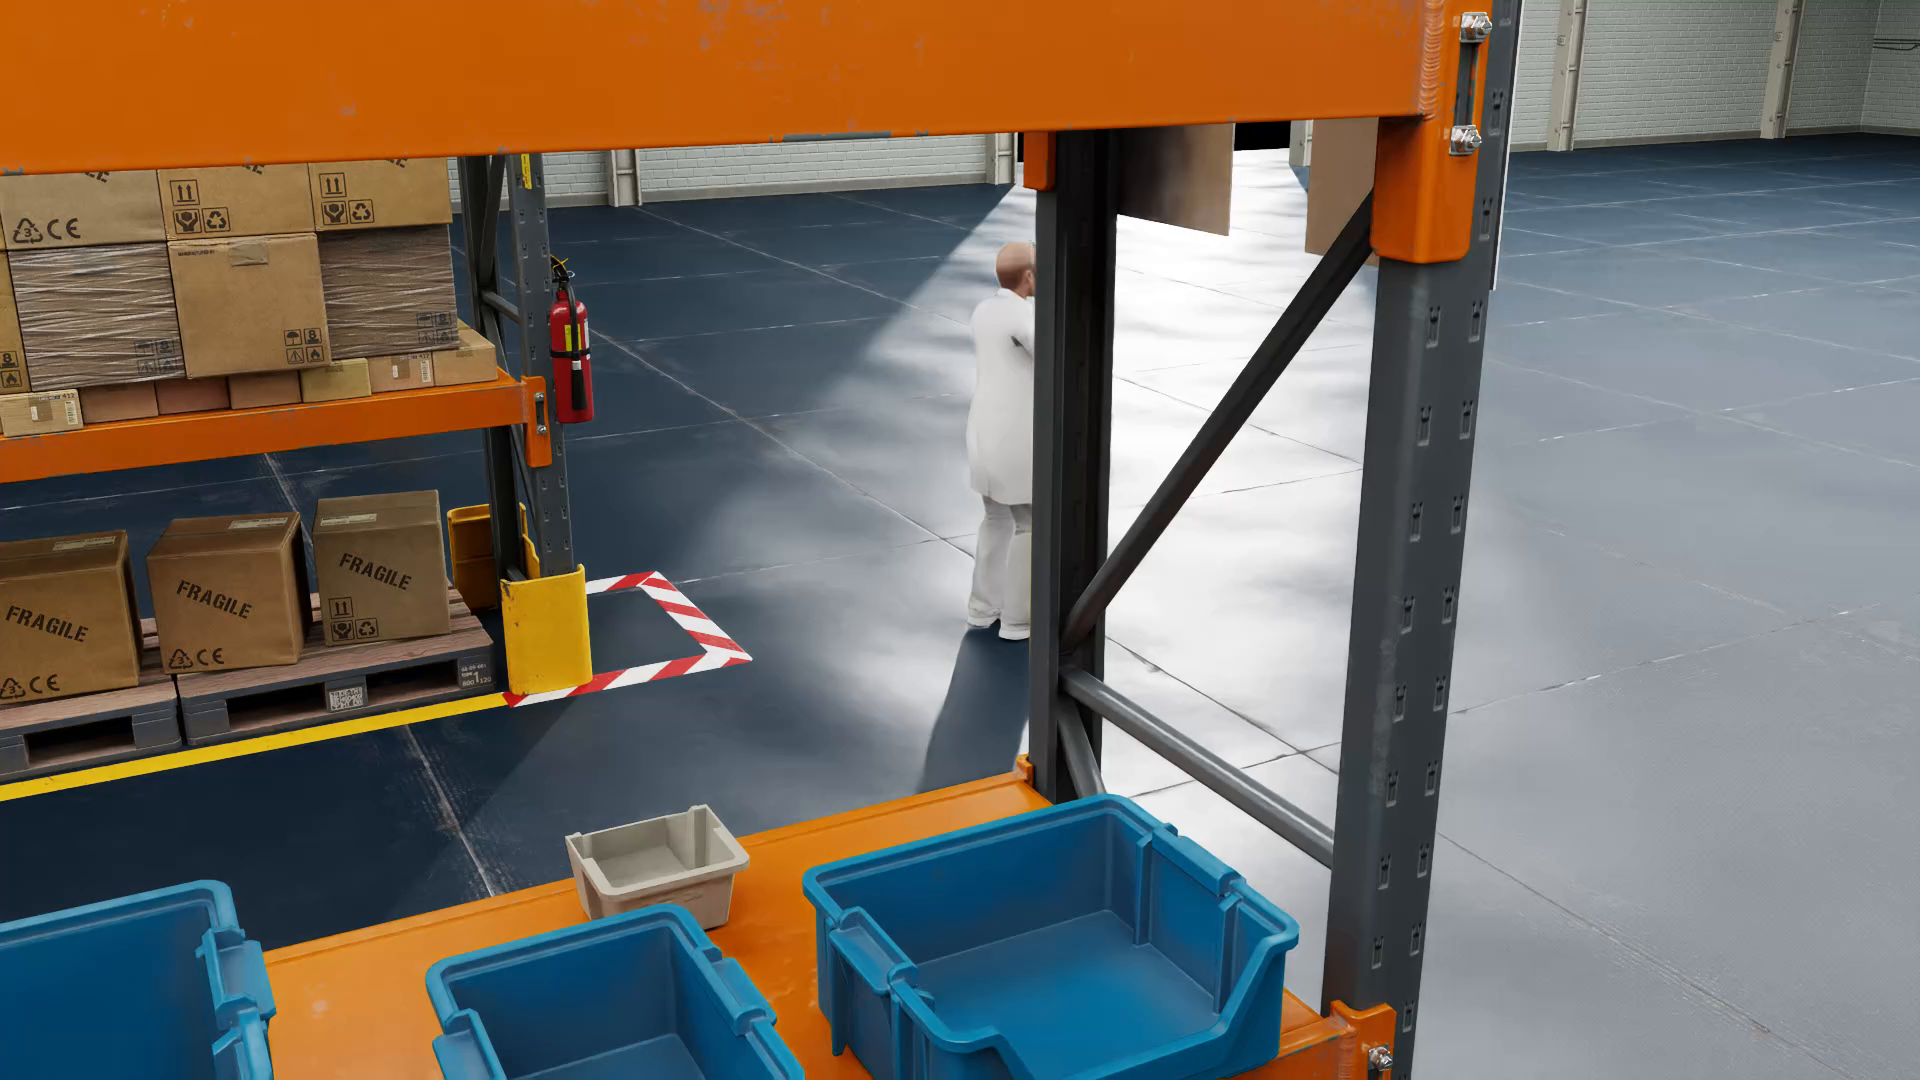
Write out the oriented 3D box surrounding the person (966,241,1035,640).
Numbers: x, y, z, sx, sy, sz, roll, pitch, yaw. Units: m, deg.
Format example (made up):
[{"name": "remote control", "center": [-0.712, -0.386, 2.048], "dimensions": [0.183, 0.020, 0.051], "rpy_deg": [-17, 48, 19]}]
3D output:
[{"name": "person", "center": [0.313, -0.447, 7.454], "dimensions": [0.566, 1.778, 0.526], "rpy_deg": [-10, 21, -28]}]
